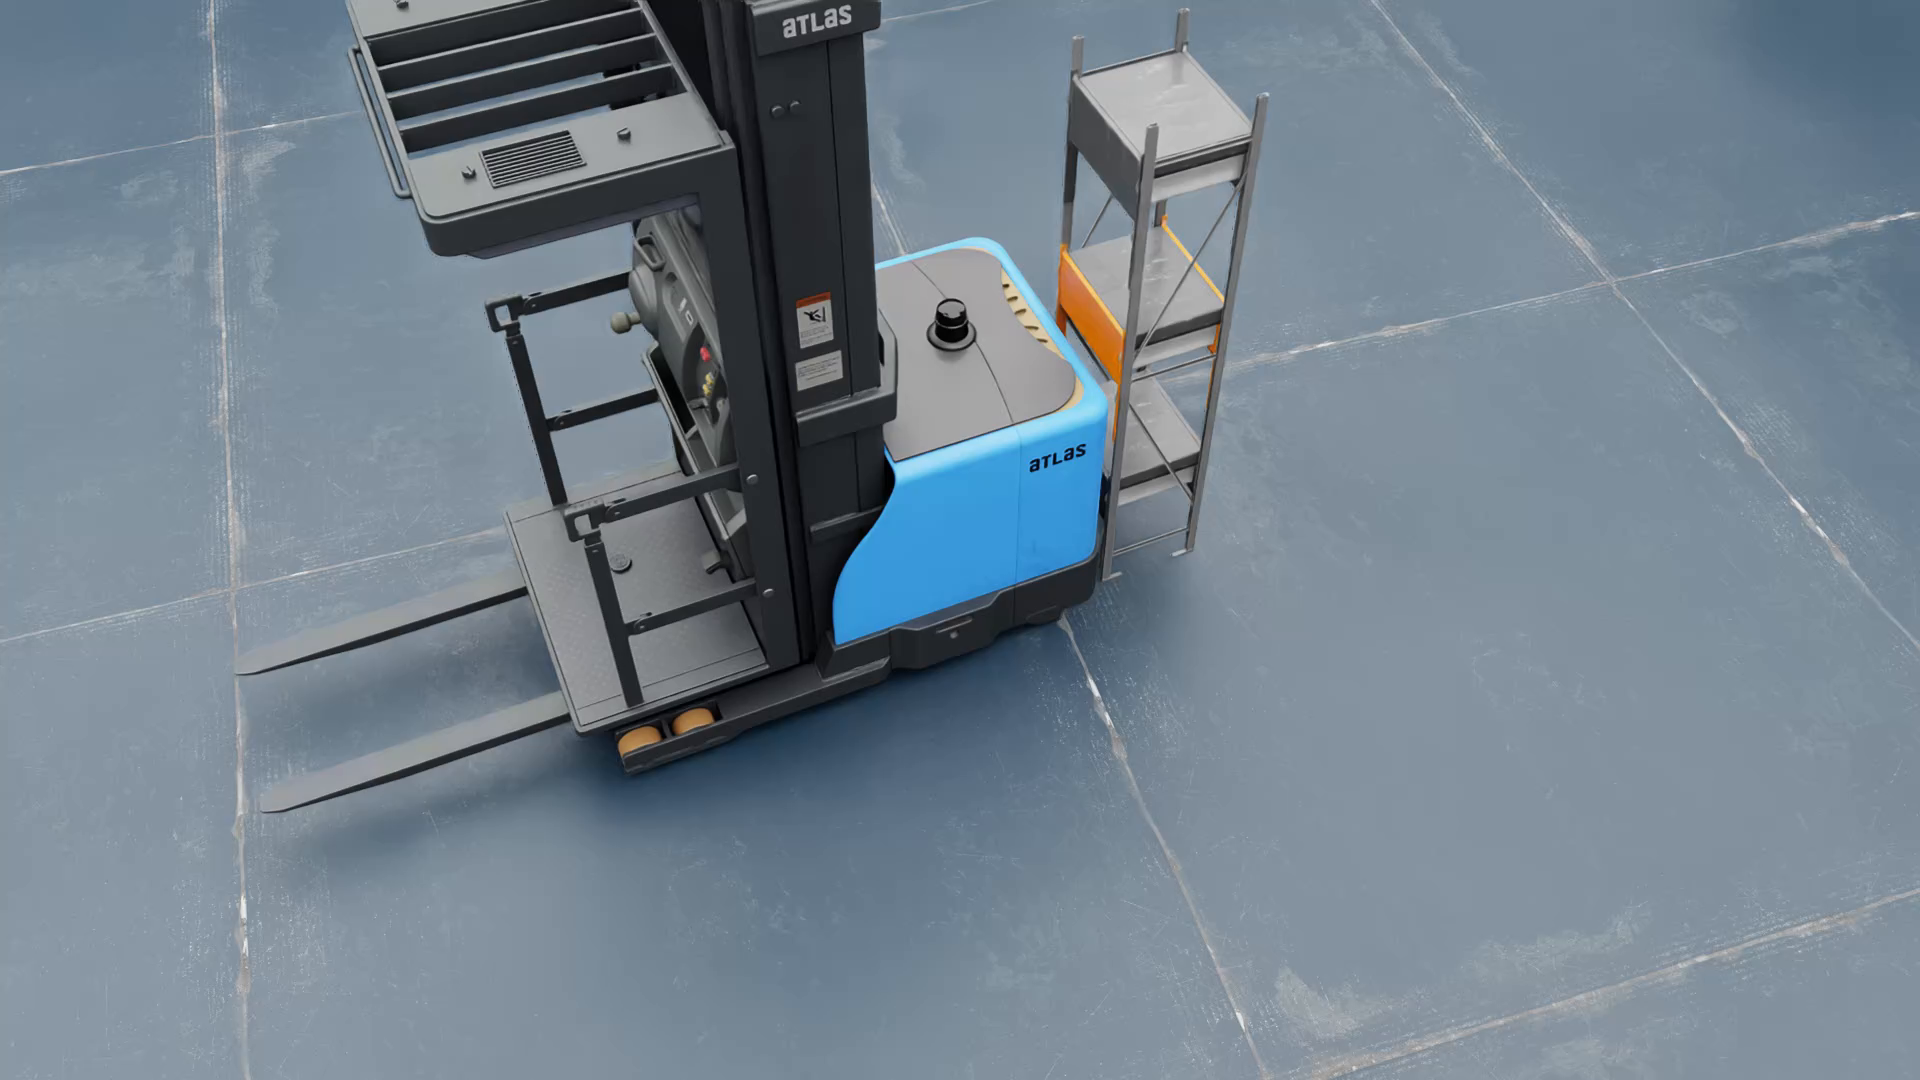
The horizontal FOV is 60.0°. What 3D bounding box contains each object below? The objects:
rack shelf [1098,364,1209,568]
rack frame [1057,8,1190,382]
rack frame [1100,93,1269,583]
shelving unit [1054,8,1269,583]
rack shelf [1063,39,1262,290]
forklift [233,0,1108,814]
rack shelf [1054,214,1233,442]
[{"bbox_3d":[0.628,-0.289,6.343,0.431,0.518,0.480,-18,52,-15],"label":"rack shelf"},{"bbox_3d":[0.531,-0.920,5.942,0.400,2.100,0.015,-18,52,-15],"label":"rack frame"},{"bbox_3d":[0.726,-0.578,5.653,0.400,2.100,0.015,-18,52,-15],"label":"rack frame"},{"bbox_3d":[0.628,-0.749,5.798,0.431,2.100,0.503,-18,52,-15],"label":"shelving unit"},{"bbox_3d":[0.628,-1.191,5.273,0.431,0.518,0.480,-18,52,-15],"label":"rack shelf"},{"bbox_3d":[-1.052,-0.595,5.124,3.031,2.935,1.130,-18,52,-15],"label":"forklift"},{"bbox_3d":[0.628,-0.740,5.808,0.431,0.518,0.480,-18,52,-15],"label":"rack shelf"}]
